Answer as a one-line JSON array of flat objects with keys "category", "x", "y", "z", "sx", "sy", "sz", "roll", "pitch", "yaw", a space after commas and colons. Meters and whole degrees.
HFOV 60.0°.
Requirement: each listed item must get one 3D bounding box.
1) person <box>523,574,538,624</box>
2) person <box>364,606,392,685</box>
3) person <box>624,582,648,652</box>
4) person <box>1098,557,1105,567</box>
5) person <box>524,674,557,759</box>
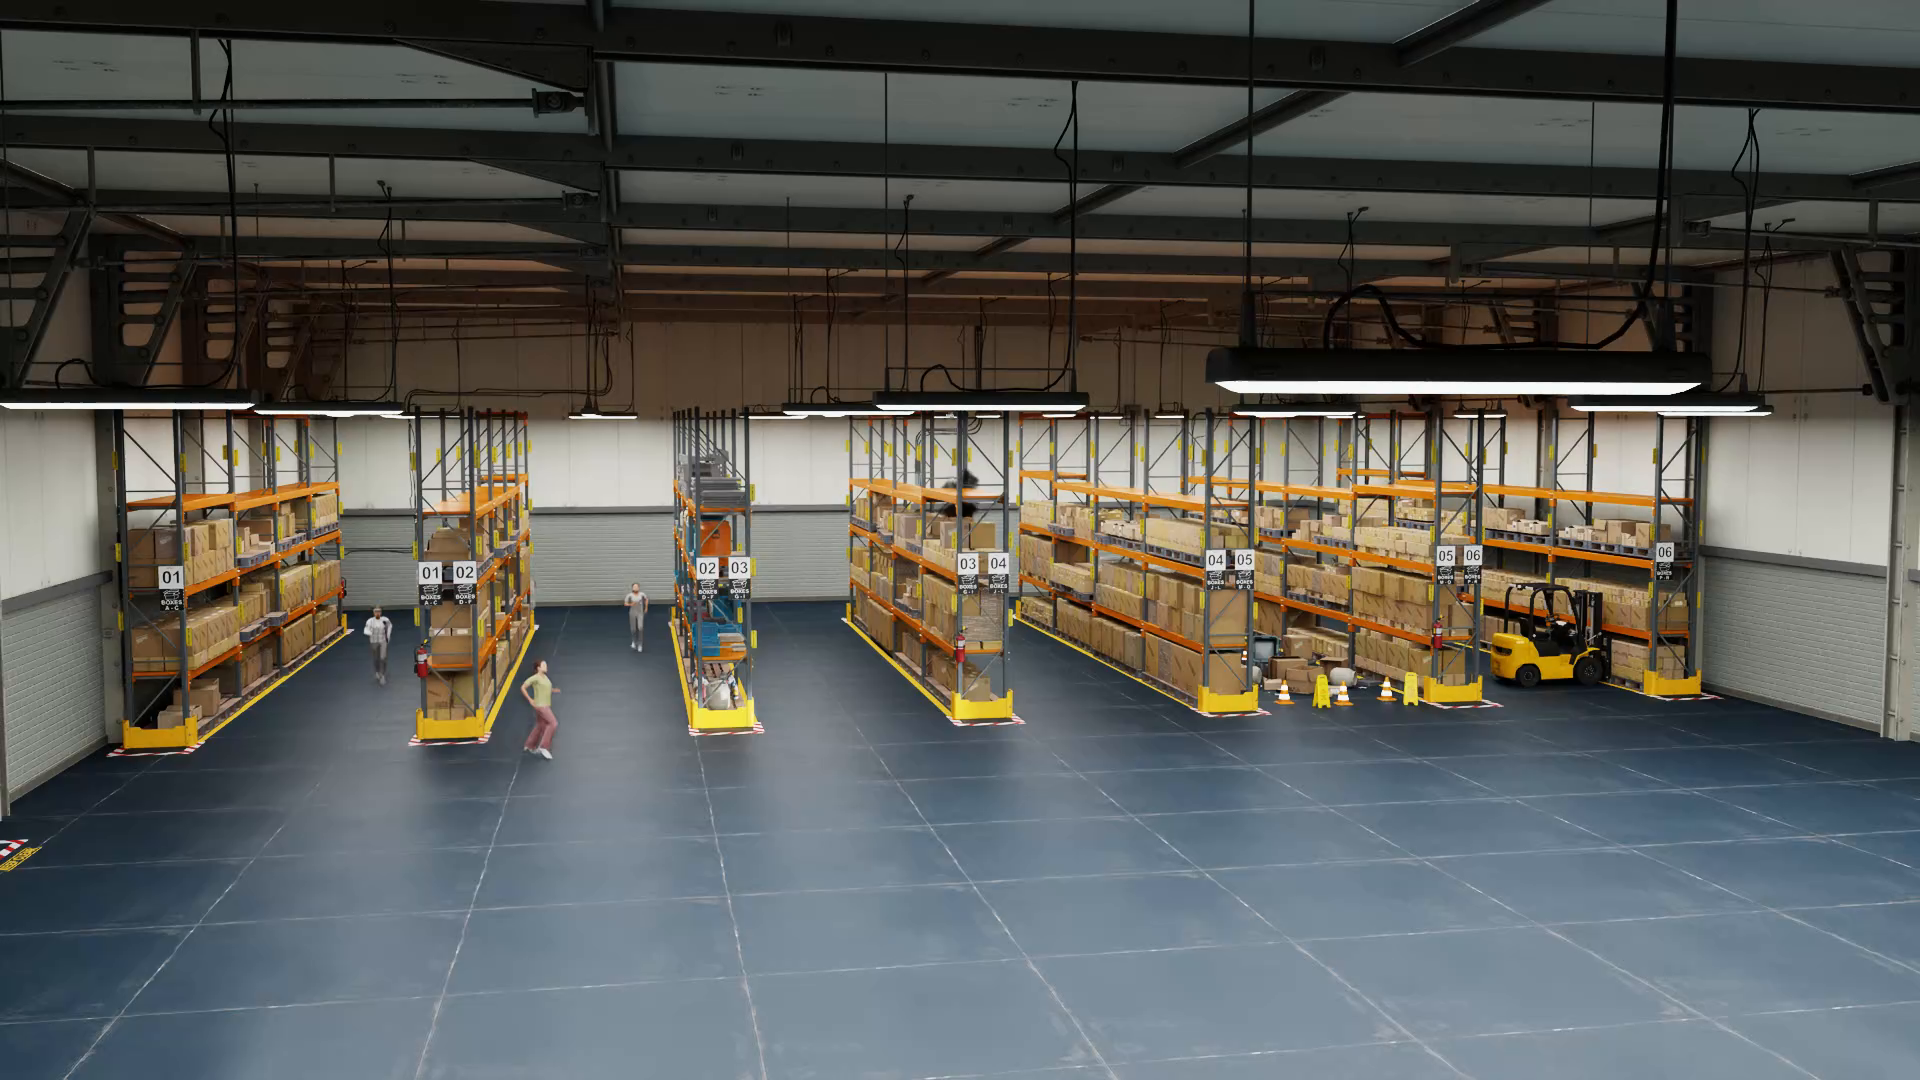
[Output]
[{"category": "person", "x": -12.304, "y": 1.504, "z": 47.100, "sx": 0.748, "sy": 1.737, "sz": 0.672, "roll": 1, "pitch": 4, "yaw": 17}, {"category": "person", "x": -12.781, "y": 2.283, "z": 36.531, "sx": 0.562, "sy": 1.707, "sz": 0.857, "roll": -1, "pitch": 4, "yaw": -15}, {"category": "person", "x": -8.110, "y": 1.915, "z": 41.640, "sx": 0.590, "sy": 1.717, "sz": 0.797, "roll": -1, "pitch": 4, "yaw": -13}, {"category": "person", "x": 4.330, "y": 1.330, "z": 50.533, "sx": 0.769, "sy": 1.655, "sz": 0.607, "roll": -2, "pitch": 5, "yaw": -27}, {"category": "person", "x": -7.154, "y": 2.997, "z": 28.382, "sx": 0.660, "sy": 1.452, "sz": 0.514, "roll": 1, "pitch": 4, "yaw": 7}]
